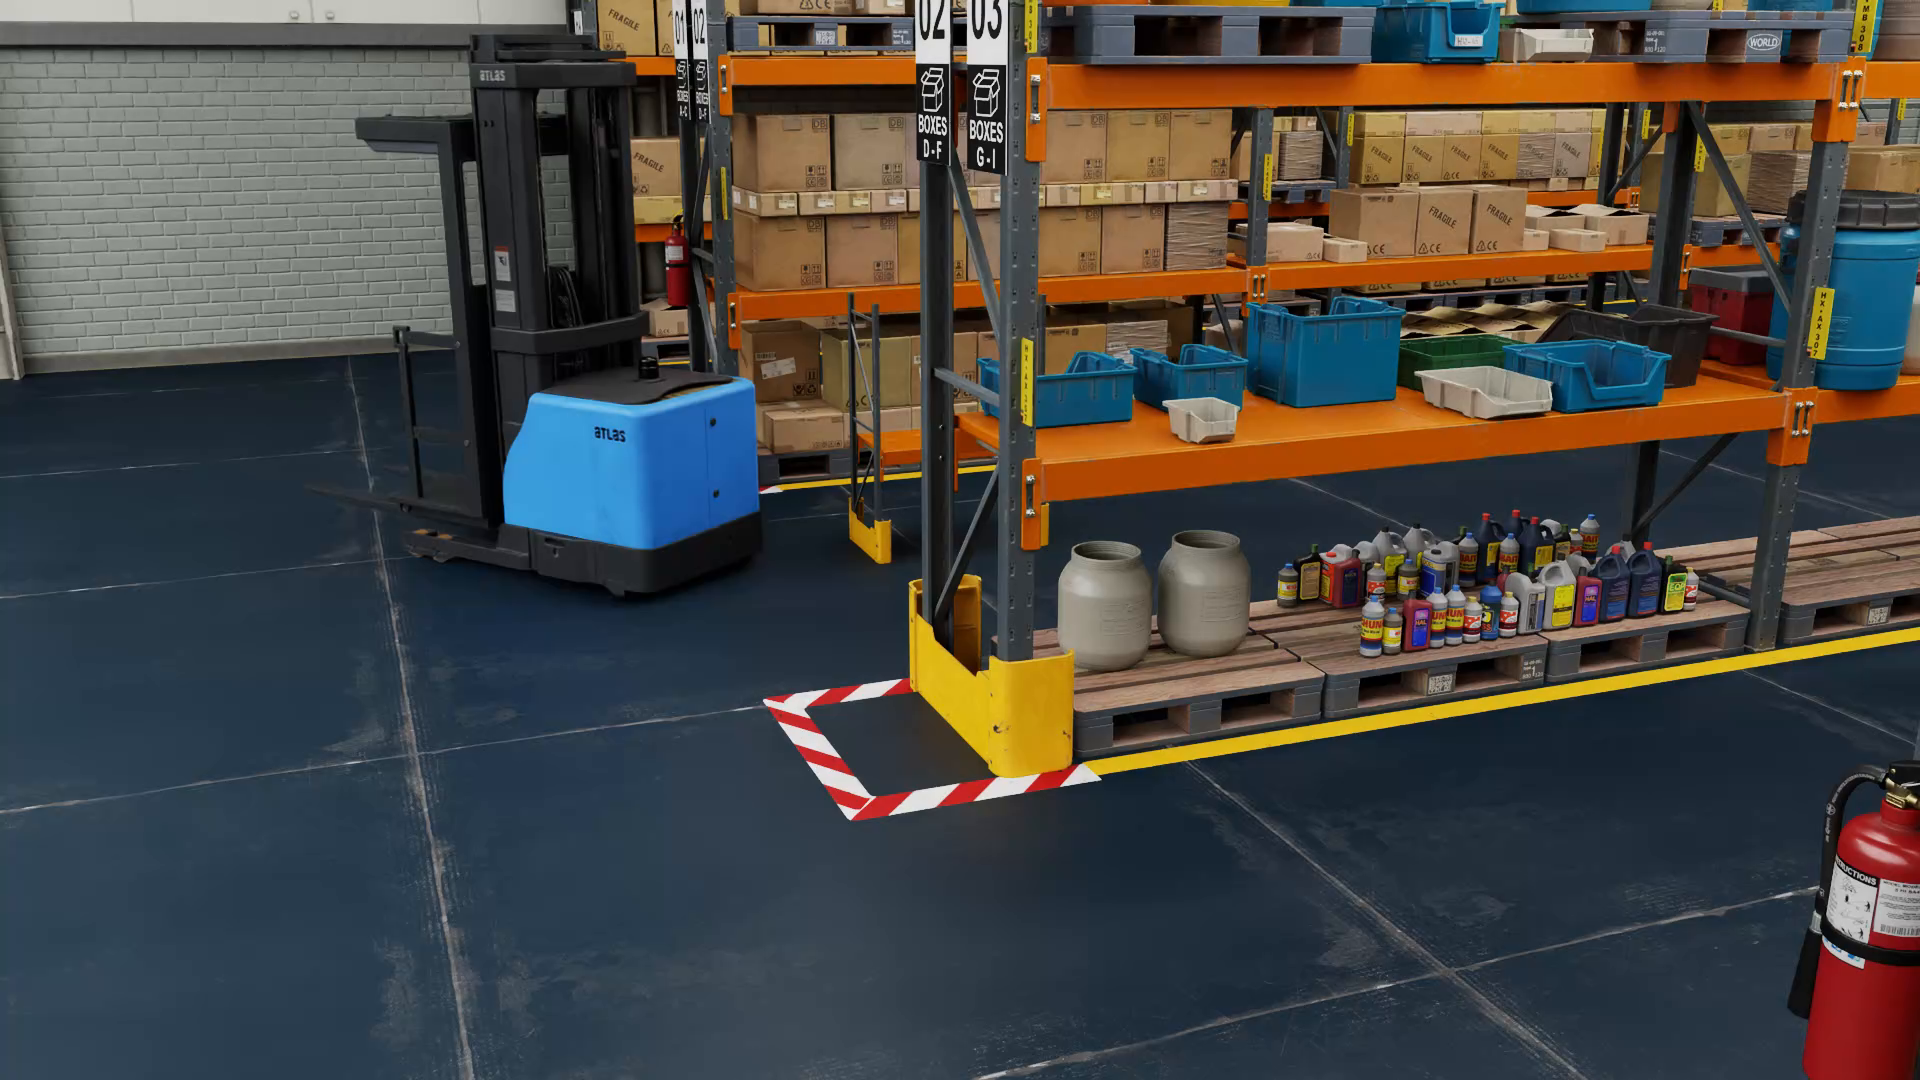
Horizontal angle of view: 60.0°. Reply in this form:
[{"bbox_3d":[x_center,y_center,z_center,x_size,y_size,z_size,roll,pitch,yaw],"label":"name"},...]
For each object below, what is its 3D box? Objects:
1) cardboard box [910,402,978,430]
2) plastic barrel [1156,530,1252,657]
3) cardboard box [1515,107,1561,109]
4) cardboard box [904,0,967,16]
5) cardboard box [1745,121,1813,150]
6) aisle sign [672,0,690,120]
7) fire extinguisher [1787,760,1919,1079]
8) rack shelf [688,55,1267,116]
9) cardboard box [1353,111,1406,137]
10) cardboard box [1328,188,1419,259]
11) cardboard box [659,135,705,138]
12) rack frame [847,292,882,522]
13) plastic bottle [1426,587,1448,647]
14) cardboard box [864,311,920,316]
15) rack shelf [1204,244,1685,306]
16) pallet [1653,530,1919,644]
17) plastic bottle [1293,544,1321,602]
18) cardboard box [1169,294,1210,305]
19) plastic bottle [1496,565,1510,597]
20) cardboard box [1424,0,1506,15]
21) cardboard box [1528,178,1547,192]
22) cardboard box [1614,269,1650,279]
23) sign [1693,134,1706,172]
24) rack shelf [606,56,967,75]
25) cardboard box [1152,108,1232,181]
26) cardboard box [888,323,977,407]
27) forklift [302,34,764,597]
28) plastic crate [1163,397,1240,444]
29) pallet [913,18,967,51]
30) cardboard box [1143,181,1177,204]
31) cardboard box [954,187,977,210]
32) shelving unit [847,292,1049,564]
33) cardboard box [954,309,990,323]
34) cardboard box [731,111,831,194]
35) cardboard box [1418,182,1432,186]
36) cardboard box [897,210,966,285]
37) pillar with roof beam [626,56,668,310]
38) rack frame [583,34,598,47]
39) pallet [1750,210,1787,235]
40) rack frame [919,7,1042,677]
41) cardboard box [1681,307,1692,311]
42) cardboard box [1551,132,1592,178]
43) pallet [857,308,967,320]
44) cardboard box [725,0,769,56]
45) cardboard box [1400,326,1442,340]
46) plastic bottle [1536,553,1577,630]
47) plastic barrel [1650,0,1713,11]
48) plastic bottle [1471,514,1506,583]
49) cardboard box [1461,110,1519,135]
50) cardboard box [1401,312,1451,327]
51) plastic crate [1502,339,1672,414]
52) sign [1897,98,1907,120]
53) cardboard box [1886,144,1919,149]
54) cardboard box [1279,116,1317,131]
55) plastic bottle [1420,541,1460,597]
[{"bbox_3d":[-0.194,-0.896,11.960,0.500,0.250,0.500,-6,17,-20],"label":"cardboard box"},{"bbox_3d":[1.117,0.242,7.620,0.421,0.512,0.421,0,16,0],"label":"plastic barrel"},{"bbox_3d":[6.714,-4.957,19.584,0.500,0.250,0.500,-6,17,-19],"label":"cardboard box"},{"bbox_3d":[-0.058,-3.768,11.111,0.500,0.500,0.500,-6,17,-20],"label":"cardboard box"},{"bbox_3d":[10.310,-4.846,20.745,0.700,0.700,0.980,-6,18,-21],"label":"cardboard box"},{"bbox_3d":[-1.873,-3.235,11.175,0.004,0.787,0.394,-6,17,-20],"label":"aisle sign"},{"bbox_3d":[1.563,0.618,2.809,0.183,0.674,0.296,-6,17,-20],"label":"fire extinguisher"},{"bbox_3d":[0.161,-3.212,11.667,4.000,0.370,1.077,-6,17,-20],"label":"rack shelf"},{"bbox_3d":[4.531,-4.567,18.255,0.500,0.250,0.500,-6,17,-19],"label":"cardboard box"},{"bbox_3d":[3.243,-2.494,13.090,0.500,0.500,0.500,-5,17,-16],"label":"cardboard box"},{"bbox_3d":[-2.645,-3.669,16.167,0.500,0.500,0.500,-6,17,-19],"label":"cardboard box"},{"bbox_3d":[-0.554,-0.660,9.683,0.032,1.500,0.500,-6,17,-20],"label":"rack frame"},{"bbox_3d":[2.187,0.350,7.645,0.097,0.271,0.097,0,16,0],"label":"plastic bottle"},{"bbox_3d":[-0.703,-2.519,17.010,0.500,0.500,0.500,-8,18,-24],"label":"cardboard box"},{"bbox_3d":[3.896,-2.176,13.463,4.000,0.370,1.077,-6,17,-20],"label":"rack shelf"},{"bbox_3d":[4.517,0.232,8.933,1.213,0.211,1.003,-6,17,-20],"label":"pallet"},{"bbox_3d":[1.723,0.162,8.262,0.133,0.283,0.061,-6,17,-19],"label":"plastic bottle"},{"bbox_3d":[2.357,-2.873,18.212,0.500,0.500,0.700,-6,17,-20],"label":"cardboard box"},{"bbox_3d":[2.626,0.256,7.943,0.133,0.283,0.061,-6,17,-20],"label":"plastic bottle"},{"bbox_3d":[3.836,-4.065,12.815,0.500,0.250,0.500,-8,18,-25],"label":"cardboard box"},{"bbox_3d":[6.545,-4.115,19.197,0.250,0.149,0.380,-6,17,-20],"label":"cardboard box"},{"bbox_3d":[8.458,-3.480,20.316,0.500,0.500,0.700,-6,17,-19],"label":"cardboard box"},{"bbox_3d":[5.965,-3.133,13.389,0.005,0.325,0.100,-6,17,-20],"label":"sign"},{"bbox_3d":[-1.615,-4.515,16.104,4.000,0.370,1.077,-6,17,-20],"label":"rack shelf"},{"bbox_3d":[1.616,-2.944,12.320,0.500,0.500,0.700,-6,17,-20],"label":"cardboard box"},{"bbox_3d":[-0.198,-1.259,11.865,0.500,0.500,0.500,-6,17,-20],"label":"cardboard box"},{"bbox_3d":[-2.670,-1.390,9.629,3.031,2.935,1.130,10,19,30],"label":"forklift"},{"bbox_3d":[1.013,-0.492,6.918,0.250,0.136,0.298,-6,17,-20],"label":"plastic crate"},{"bbox_3d":[0.104,-3.502,11.533,1.213,0.211,1.003,-6,17,-20],"label":"pallet"},{"bbox_3d":[1.376,-2.544,12.108,0.250,0.149,0.380,-7,18,-22],"label":"cardboard box"},{"bbox_3d":[-0.061,-2.389,11.581,0.250,0.149,0.380,-6,18,-21],"label":"cardboard box"},{"bbox_3d":[-0.071,-0.712,9.861,1.083,1.500,0.587,-6,17,-20],"label":"shelving unit"},{"bbox_3d":[0.083,-1.446,12.501,0.500,0.500,0.500,-6,17,-20],"label":"cardboard box"},{"bbox_3d":[-1.217,-2.636,11.271,0.500,0.500,0.700,-6,17,-20],"label":"cardboard box"},{"bbox_3d":[5.085,-3.973,18.714,0.250,0.149,0.380,-6,18,-21],"label":"cardboard box"},{"bbox_3d":[-0.312,-2.111,11.786,0.500,0.500,0.700,-6,17,-20],"label":"cardboard box"},{"bbox_3d":[-1.598,-5.264,12.051,0.400,9.000,9.100,-6,17,-20],"label":"pillar with roof beam"},{"bbox_3d":[-3.483,-3.220,15.738,0.127,3.000,1.000,-6,17,-20],"label":"rack frame"},{"bbox_3d":[7.578,-2.828,14.747,1.213,0.211,1.003,-6,17,-20],"label":"pallet"},{"bbox_3d":[0.062,-0.613,6.862,0.127,3.000,1.000,-6,17,-20],"label":"rack frame"},{"bbox_3d":[6.291,-1.706,14.238,0.500,0.500,0.500,-5,17,-18],"label":"cardboard box"},{"bbox_3d":[6.909,-4.463,19.231,0.500,0.500,0.500,-6,17,-20],"label":"cardboard box"},{"bbox_3d":[-0.362,-2.208,17.242,1.213,0.211,1.003,-6,17,-20],"label":"pallet"},{"bbox_3d":[-2.084,-4.782,15.524,0.500,0.500,0.500,-5,17,-18],"label":"cardboard box"},{"bbox_3d":[3.455,-1.549,13.188,0.500,0.311,0.500,-7,18,-22],"label":"cardboard box"},{"bbox_3d":[2.818,0.236,7.890,0.185,0.351,0.144,-6,17,-20],"label":"plastic bottle"},{"bbox_3d":[3.325,-2.719,7.766,0.421,0.512,0.421,0,16,0],"label":"plastic barrel"},{"bbox_3d":[2.719,0.035,8.576,0.185,0.351,0.144,-7,18,-22],"label":"plastic bottle"},{"bbox_3d":[5.945,-4.723,18.786,0.500,0.250,0.500,-7,18,-21],"label":"cardboard box"},{"bbox_3d":[3.725,-1.741,13.842,0.500,0.311,0.500,-6,18,-21],"label":"cardboard box"},{"bbox_3d":[2.861,-0.762,7.633,0.616,0.251,0.499,-6,17,-20],"label":"plastic crate"},{"bbox_3d":[11.639,-5.358,20.544,0.005,0.325,0.100,-6,17,-20],"label":"sign"},{"bbox_3d":[8.976,-3.387,15.386,0.500,0.500,0.700,-14,21,-39],"label":"cardboard box"},{"bbox_3d":[3.676,-4.554,18.172,0.250,0.149,0.380,-9,18,-27],"label":"cardboard box"},{"bbox_3d":[2.398,0.150,8.317,0.135,0.276,0.152,-6,17,-20],"label":"plastic bottle"}]
